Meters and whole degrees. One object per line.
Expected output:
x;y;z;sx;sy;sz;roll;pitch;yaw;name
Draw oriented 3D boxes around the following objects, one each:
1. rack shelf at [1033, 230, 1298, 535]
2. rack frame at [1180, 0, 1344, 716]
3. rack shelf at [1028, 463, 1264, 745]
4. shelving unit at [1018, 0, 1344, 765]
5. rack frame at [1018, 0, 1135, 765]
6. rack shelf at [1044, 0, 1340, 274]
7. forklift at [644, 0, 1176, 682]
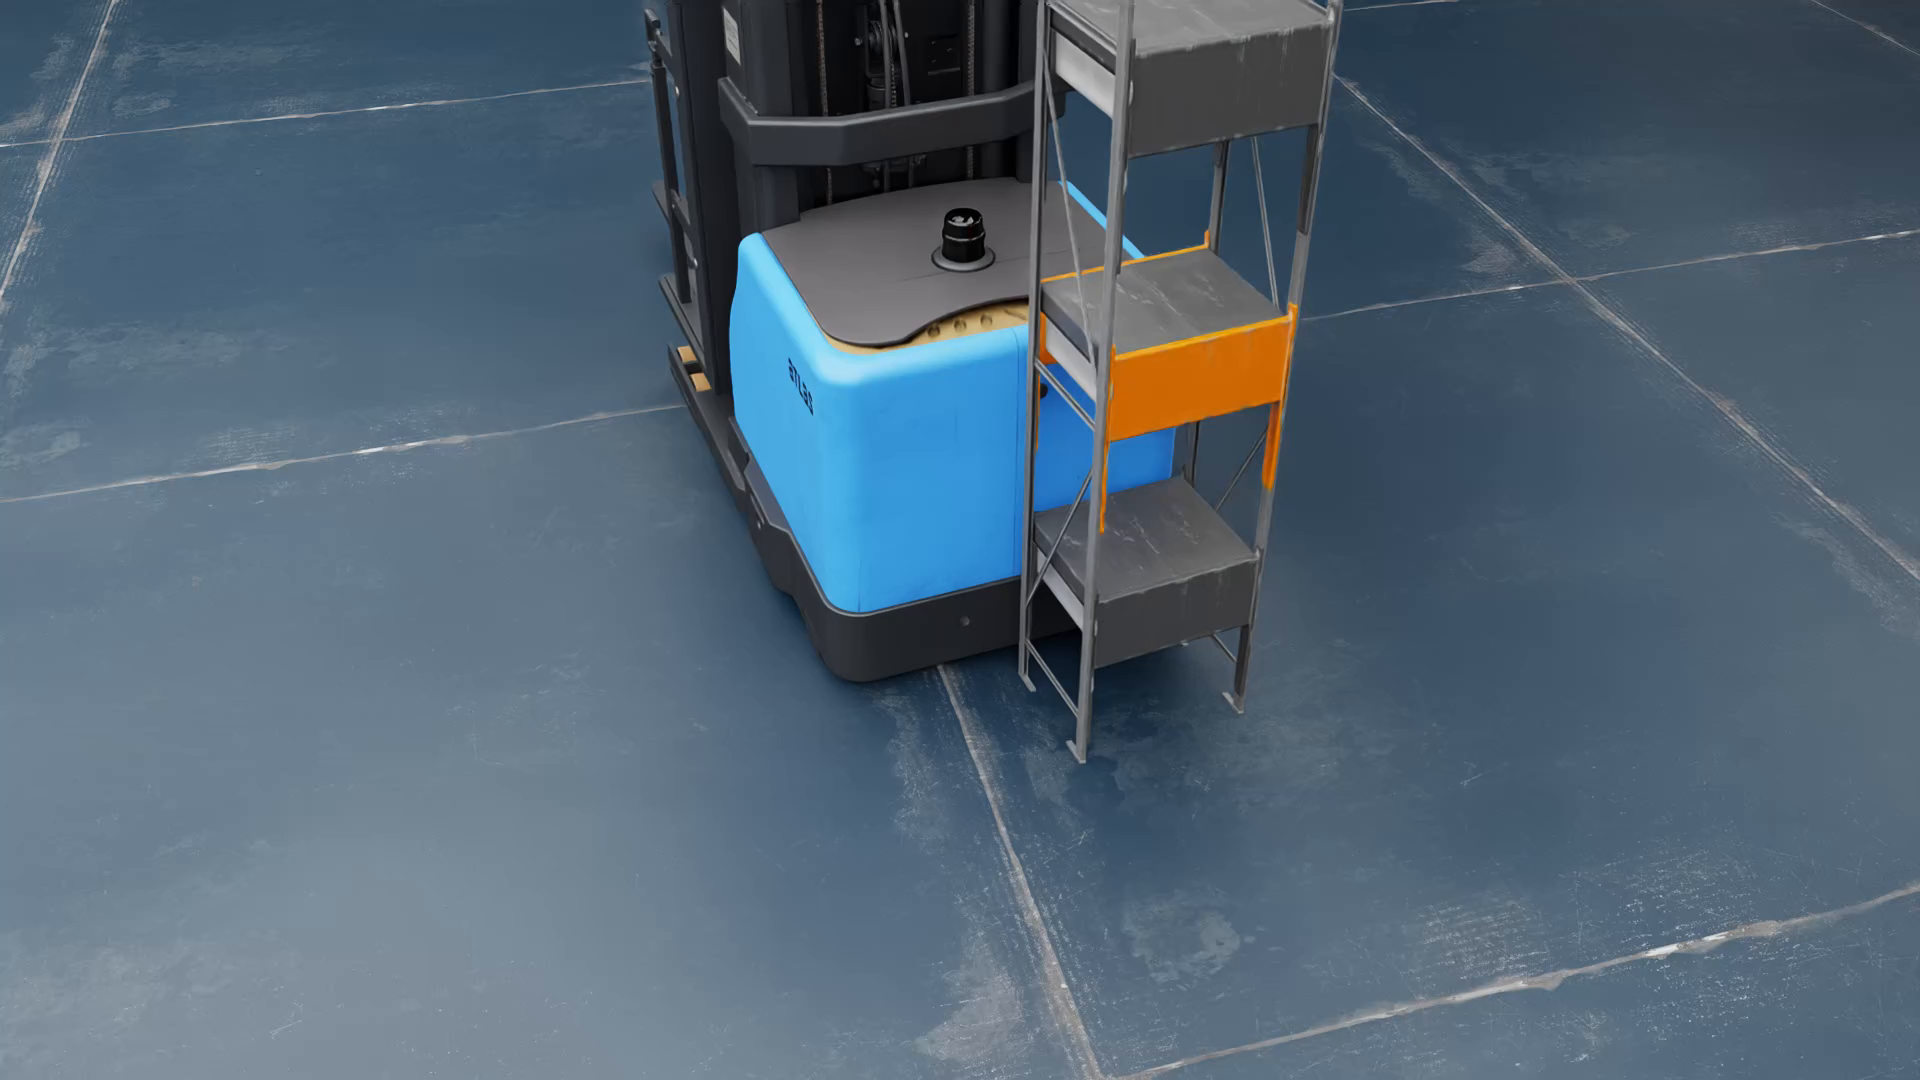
0.476;-0.390;4.054;0.480;0.518;0.431;-15;40;-18;rack shelf
0.700;-0.459;4.122;0.015;2.100;0.400;-15;40;-18;rack frame
0.476;0.166;4.479;0.480;0.518;0.431;-15;40;-18;rack shelf
0.476;-0.401;4.046;0.503;2.100;0.431;-15;40;-18;shelving unit
0.252;-0.342;3.969;0.015;2.100;0.400;-15;40;-18;rack frame
0.476;-0.946;3.629;0.480;0.518;0.431;-15;40;-18;rack shelf
-0.394;-1.666;5.016;1.130;2.935;3.031;-13;39;-17;forklift
